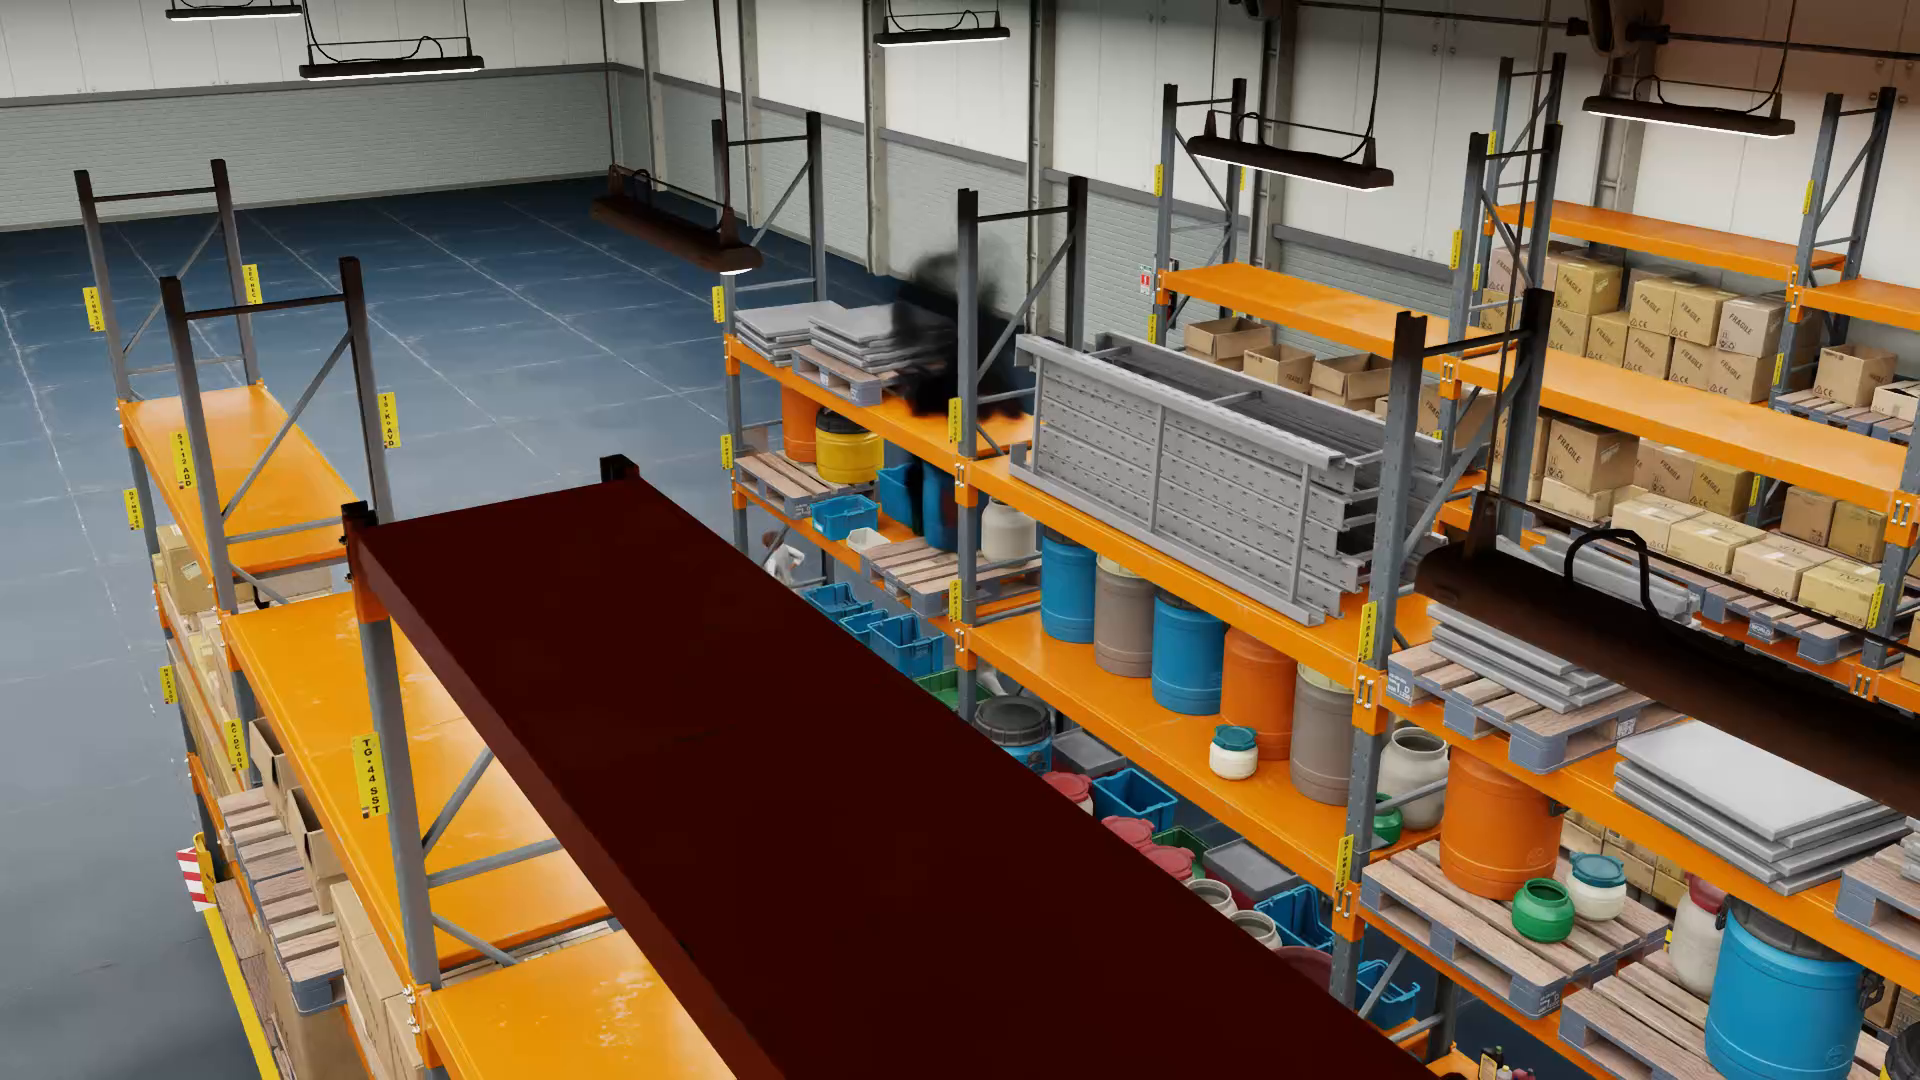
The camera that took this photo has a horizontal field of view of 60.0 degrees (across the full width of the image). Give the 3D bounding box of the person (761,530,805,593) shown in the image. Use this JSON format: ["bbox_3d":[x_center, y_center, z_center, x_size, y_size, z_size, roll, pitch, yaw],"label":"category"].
[{"bbox_3d":[-1.848,0.618,17.791,0.641,1.615,0.590,4,22,9],"label":"person"}]

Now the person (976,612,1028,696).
[{"bbox_3d":[0.340,0.963,16.017,0.575,1.636,0.736,-16,27,-35],"label":"person"}]

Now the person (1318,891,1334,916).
[{"bbox_3d":[2.740,2.059,13.183,0.662,1.820,0.965,-17,28,-37],"label":"person"}]
